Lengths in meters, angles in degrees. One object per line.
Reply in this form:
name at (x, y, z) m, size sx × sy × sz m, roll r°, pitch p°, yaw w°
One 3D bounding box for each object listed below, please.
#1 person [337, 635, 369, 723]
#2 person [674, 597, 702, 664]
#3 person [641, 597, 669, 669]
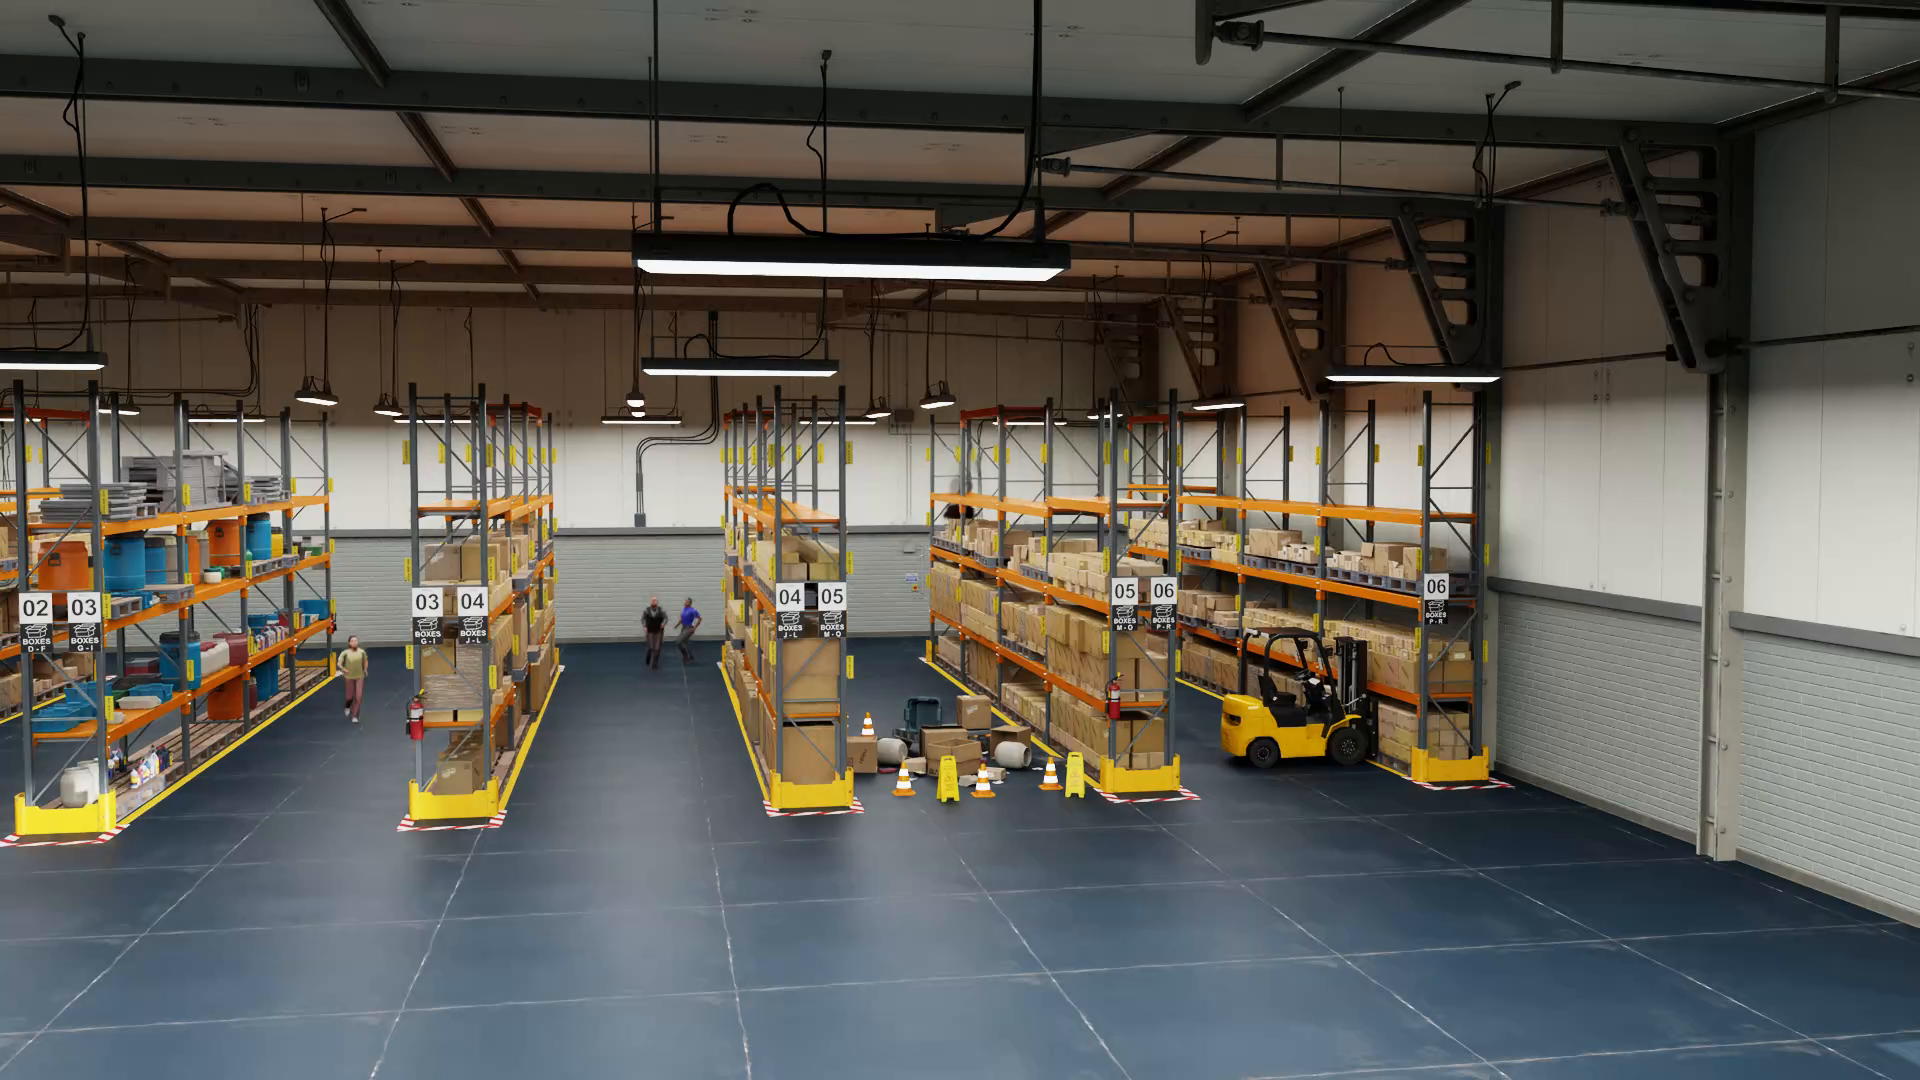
person at (-11.412, 2.723, 31.307) m, size 0.574 × 1.379 × 0.619 m, roll -2°, pitch 3°, yaw -32°
person at (-6.543, 2.186, 39.859) m, size 0.614 × 1.608 × 0.640 m, roll -2°, pitch 4°, yaw -39°
person at (-7.171, 2.182, 39.110) m, size 0.651 × 1.693 × 0.607 m, roll -1°, pitch 3°, yaw -11°
